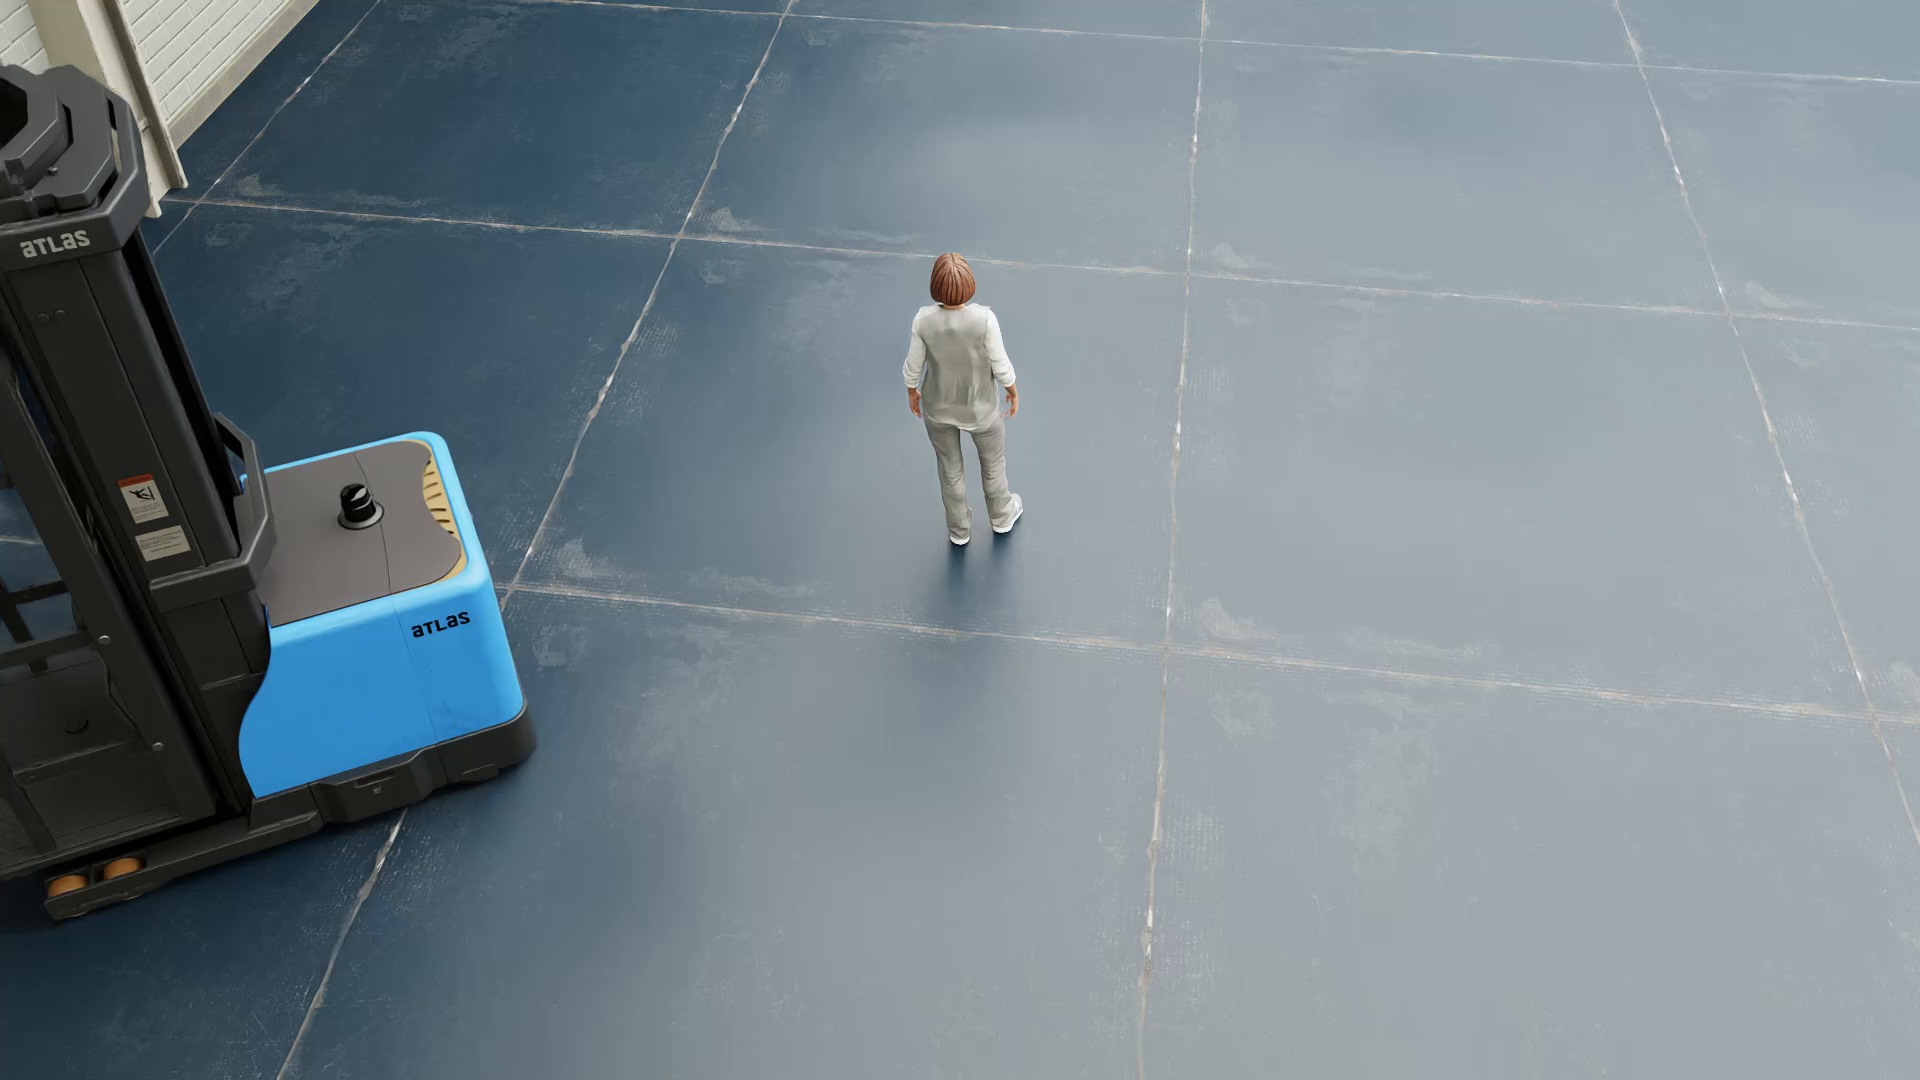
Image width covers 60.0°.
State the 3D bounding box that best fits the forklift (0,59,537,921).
[{"bbox_3d":[-3.312,-0.055,5.784,3.031,2.935,1.130,-17,45,-17],"label":"forklift"}]

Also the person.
[{"bbox_3d":[0.024,-0.641,7.398,0.521,1.596,0.475,5,43,6],"label":"person"}]
